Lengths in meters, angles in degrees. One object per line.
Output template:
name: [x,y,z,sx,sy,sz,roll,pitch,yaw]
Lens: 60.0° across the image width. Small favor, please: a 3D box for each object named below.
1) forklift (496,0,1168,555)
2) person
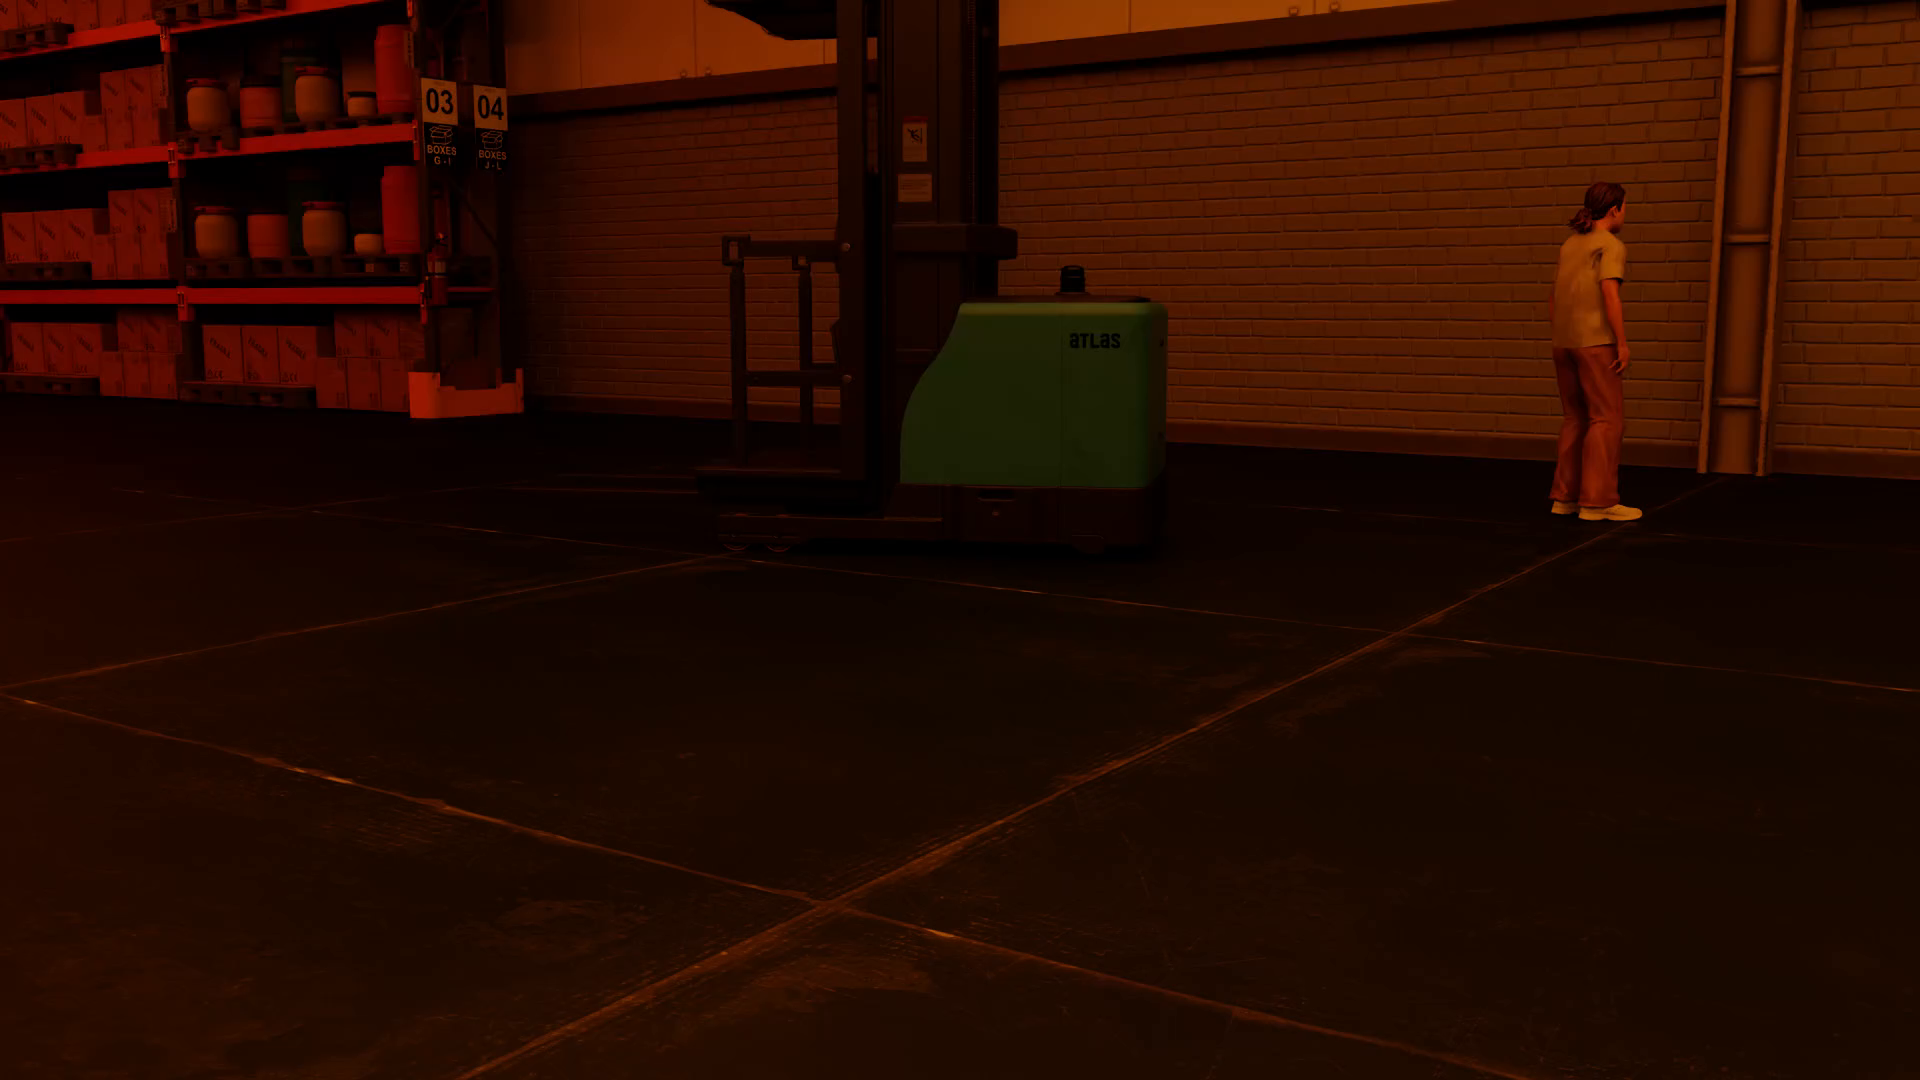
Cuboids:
forklift: [-0.596,-1.469,7.520,3.031,2.935,1.130,2,8,12]
person: [3.170,-0.948,8.332,0.360,1.672,0.521,-2,8,-16]
